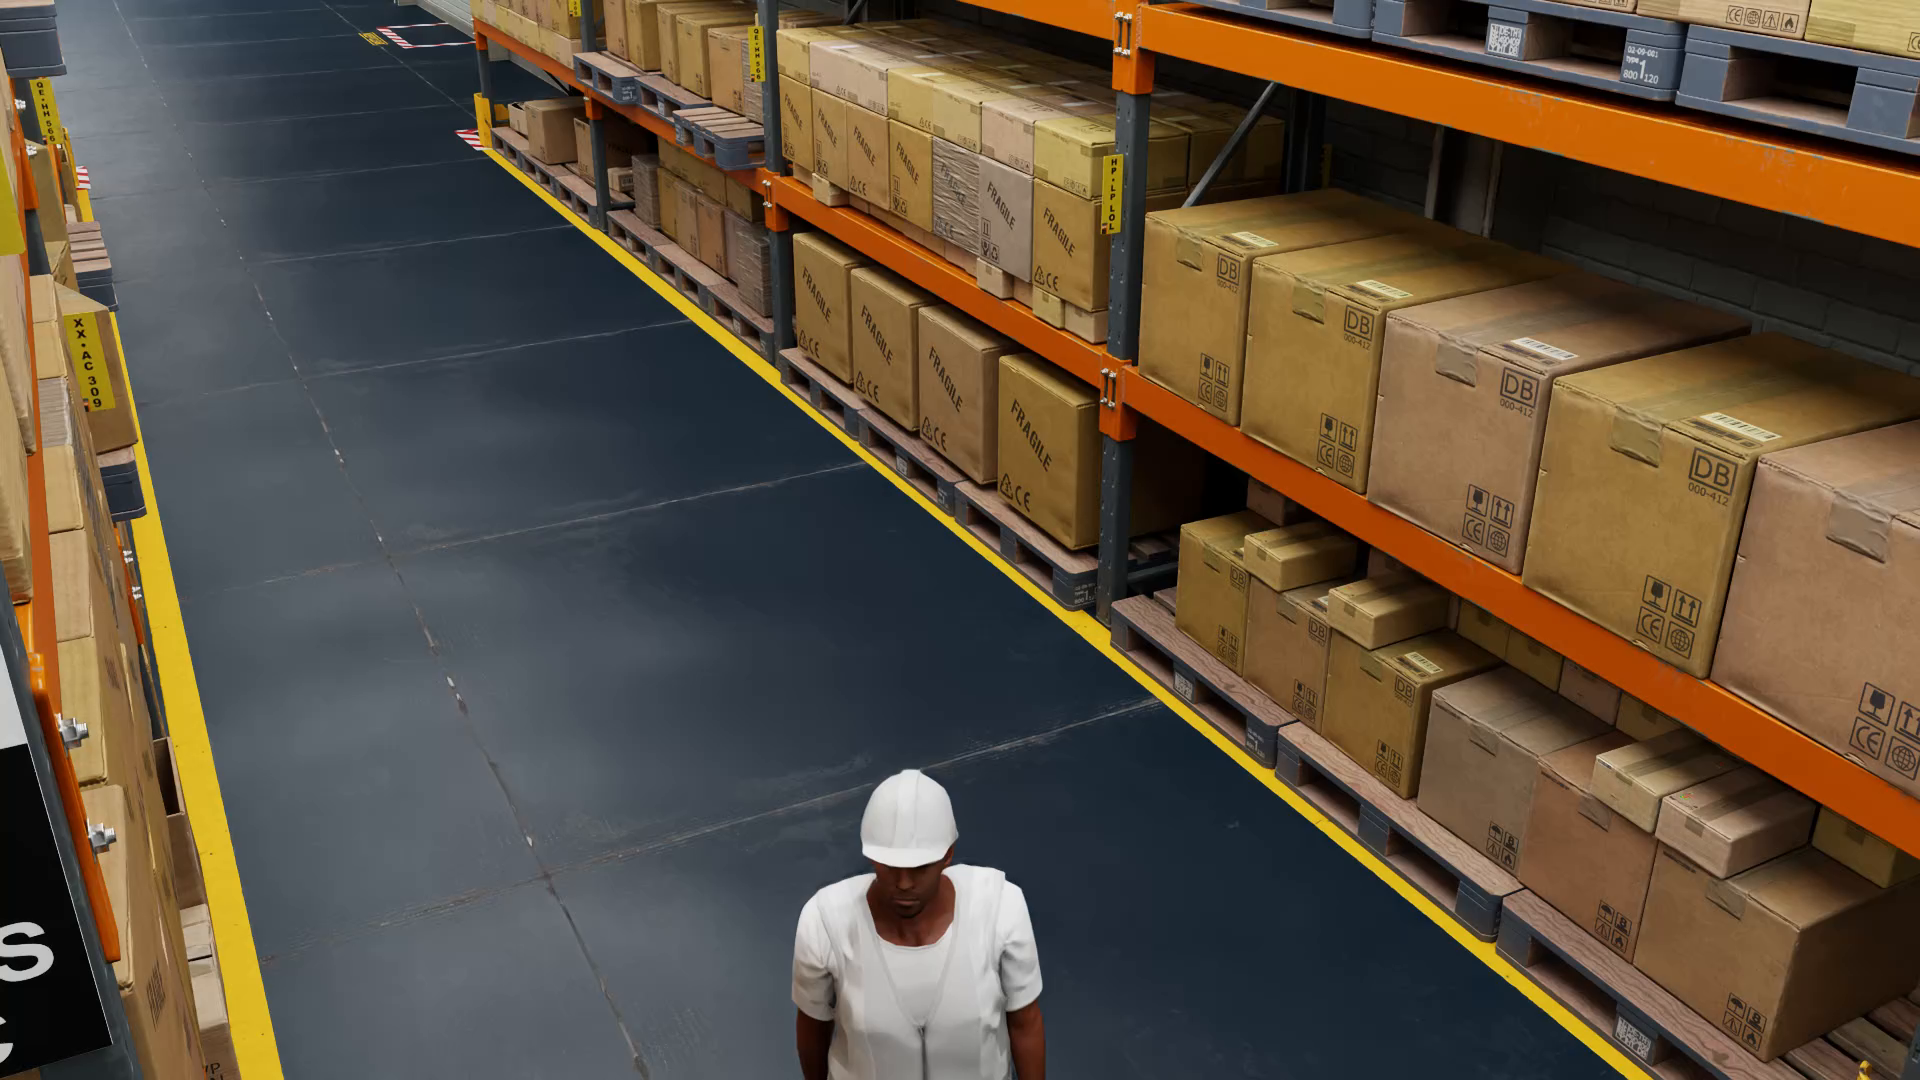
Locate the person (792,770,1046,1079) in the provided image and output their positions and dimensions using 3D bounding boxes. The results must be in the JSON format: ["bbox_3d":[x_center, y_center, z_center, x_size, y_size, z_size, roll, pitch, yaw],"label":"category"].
[{"bbox_3d":[-0.092,1.286,3.851,0.563,1.736,0.916,-4,26,-8],"label":"person"}]
